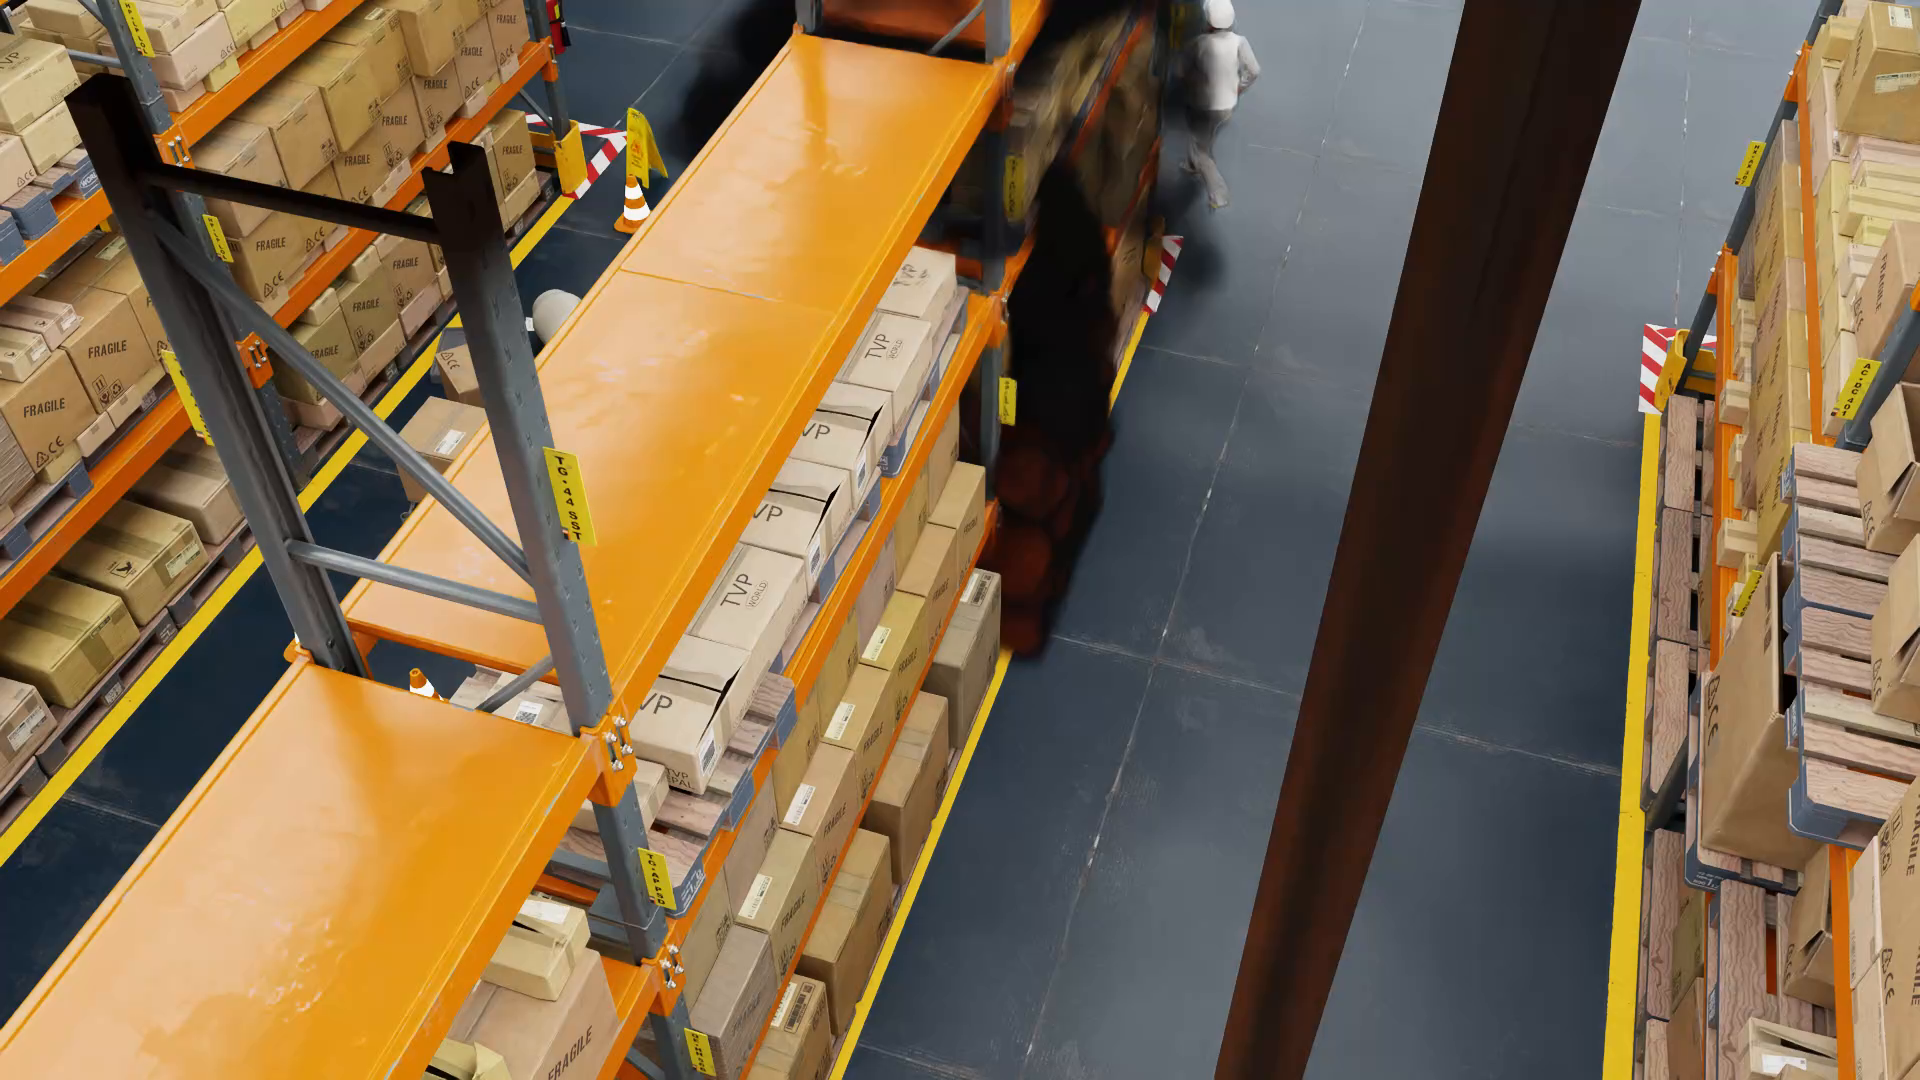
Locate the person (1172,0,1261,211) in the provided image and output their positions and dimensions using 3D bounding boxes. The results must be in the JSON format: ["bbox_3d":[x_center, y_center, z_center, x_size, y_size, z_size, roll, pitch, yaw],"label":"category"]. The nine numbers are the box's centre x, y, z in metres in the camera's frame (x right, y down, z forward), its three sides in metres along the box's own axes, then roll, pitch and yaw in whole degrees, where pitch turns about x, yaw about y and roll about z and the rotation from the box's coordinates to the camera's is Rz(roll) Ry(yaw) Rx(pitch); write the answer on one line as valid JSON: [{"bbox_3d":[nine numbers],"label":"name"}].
[{"bbox_3d":[1.991,-3.449,13.284,0.614,1.804,1.098,-14,47,-13],"label":"person"}]
